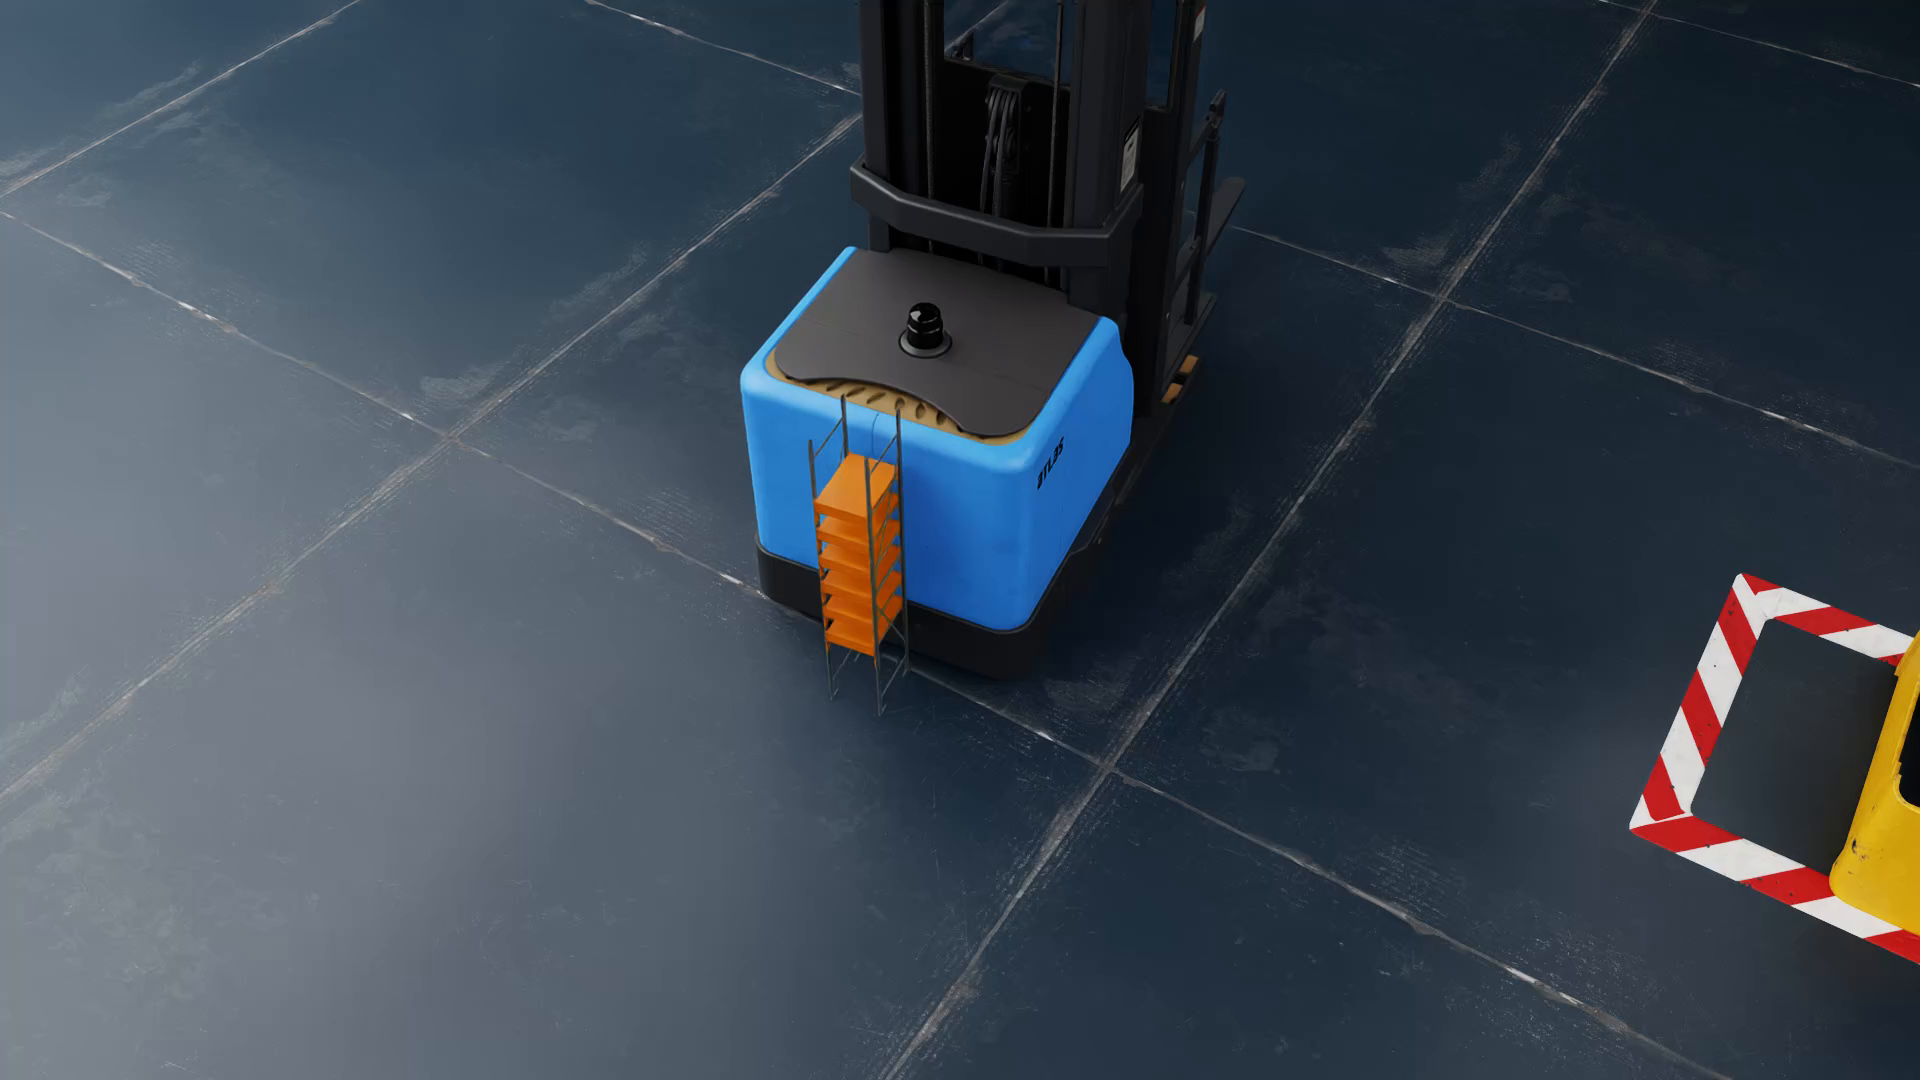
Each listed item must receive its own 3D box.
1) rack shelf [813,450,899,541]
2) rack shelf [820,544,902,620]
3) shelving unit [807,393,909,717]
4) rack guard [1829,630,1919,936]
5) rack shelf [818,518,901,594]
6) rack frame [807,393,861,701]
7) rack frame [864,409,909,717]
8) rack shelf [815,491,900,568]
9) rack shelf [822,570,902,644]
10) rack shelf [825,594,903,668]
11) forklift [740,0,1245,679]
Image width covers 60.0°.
[{"bbox_3d":[-0.312,-0.140,5.109,0.180,0.103,0.258,17,48,16],"label":"rack shelf"},{"bbox_3d":[-0.312,0.111,5.367,0.180,0.103,0.258,17,48,16],"label":"rack shelf"},{"bbox_3d":[-0.312,0.080,5.335,0.189,1.200,0.258,17,48,16],"label":"shelving unit"},{"bbox_3d":[3.154,0.641,5.279,0.348,0.500,1.175,25,51,22],"label":"rack guard"},{"bbox_3d":[-0.312,0.028,5.281,0.180,0.103,0.258,17,48,16],"label":"rack shelf"},{"bbox_3d":[-0.396,0.054,5.361,0.006,1.200,0.240,17,48,16],"label":"rack frame"},{"bbox_3d":[-0.228,0.106,5.310,0.006,1.200,0.240,17,48,16],"label":"rack frame"},{"bbox_3d":[-0.312,-0.056,5.195,0.180,0.103,0.258,17,48,16],"label":"rack shelf"},{"bbox_3d":[-0.312,0.195,5.453,0.180,0.103,0.258,17,48,16],"label":"rack shelf"},{"bbox_3d":[-0.312,0.279,5.539,0.180,0.103,0.258,17,48,16],"label":"rack shelf"},{"bbox_3d":[0.354,-1.613,5.773,1.130,2.935,3.031,18,49,17],"label":"forklift"}]
